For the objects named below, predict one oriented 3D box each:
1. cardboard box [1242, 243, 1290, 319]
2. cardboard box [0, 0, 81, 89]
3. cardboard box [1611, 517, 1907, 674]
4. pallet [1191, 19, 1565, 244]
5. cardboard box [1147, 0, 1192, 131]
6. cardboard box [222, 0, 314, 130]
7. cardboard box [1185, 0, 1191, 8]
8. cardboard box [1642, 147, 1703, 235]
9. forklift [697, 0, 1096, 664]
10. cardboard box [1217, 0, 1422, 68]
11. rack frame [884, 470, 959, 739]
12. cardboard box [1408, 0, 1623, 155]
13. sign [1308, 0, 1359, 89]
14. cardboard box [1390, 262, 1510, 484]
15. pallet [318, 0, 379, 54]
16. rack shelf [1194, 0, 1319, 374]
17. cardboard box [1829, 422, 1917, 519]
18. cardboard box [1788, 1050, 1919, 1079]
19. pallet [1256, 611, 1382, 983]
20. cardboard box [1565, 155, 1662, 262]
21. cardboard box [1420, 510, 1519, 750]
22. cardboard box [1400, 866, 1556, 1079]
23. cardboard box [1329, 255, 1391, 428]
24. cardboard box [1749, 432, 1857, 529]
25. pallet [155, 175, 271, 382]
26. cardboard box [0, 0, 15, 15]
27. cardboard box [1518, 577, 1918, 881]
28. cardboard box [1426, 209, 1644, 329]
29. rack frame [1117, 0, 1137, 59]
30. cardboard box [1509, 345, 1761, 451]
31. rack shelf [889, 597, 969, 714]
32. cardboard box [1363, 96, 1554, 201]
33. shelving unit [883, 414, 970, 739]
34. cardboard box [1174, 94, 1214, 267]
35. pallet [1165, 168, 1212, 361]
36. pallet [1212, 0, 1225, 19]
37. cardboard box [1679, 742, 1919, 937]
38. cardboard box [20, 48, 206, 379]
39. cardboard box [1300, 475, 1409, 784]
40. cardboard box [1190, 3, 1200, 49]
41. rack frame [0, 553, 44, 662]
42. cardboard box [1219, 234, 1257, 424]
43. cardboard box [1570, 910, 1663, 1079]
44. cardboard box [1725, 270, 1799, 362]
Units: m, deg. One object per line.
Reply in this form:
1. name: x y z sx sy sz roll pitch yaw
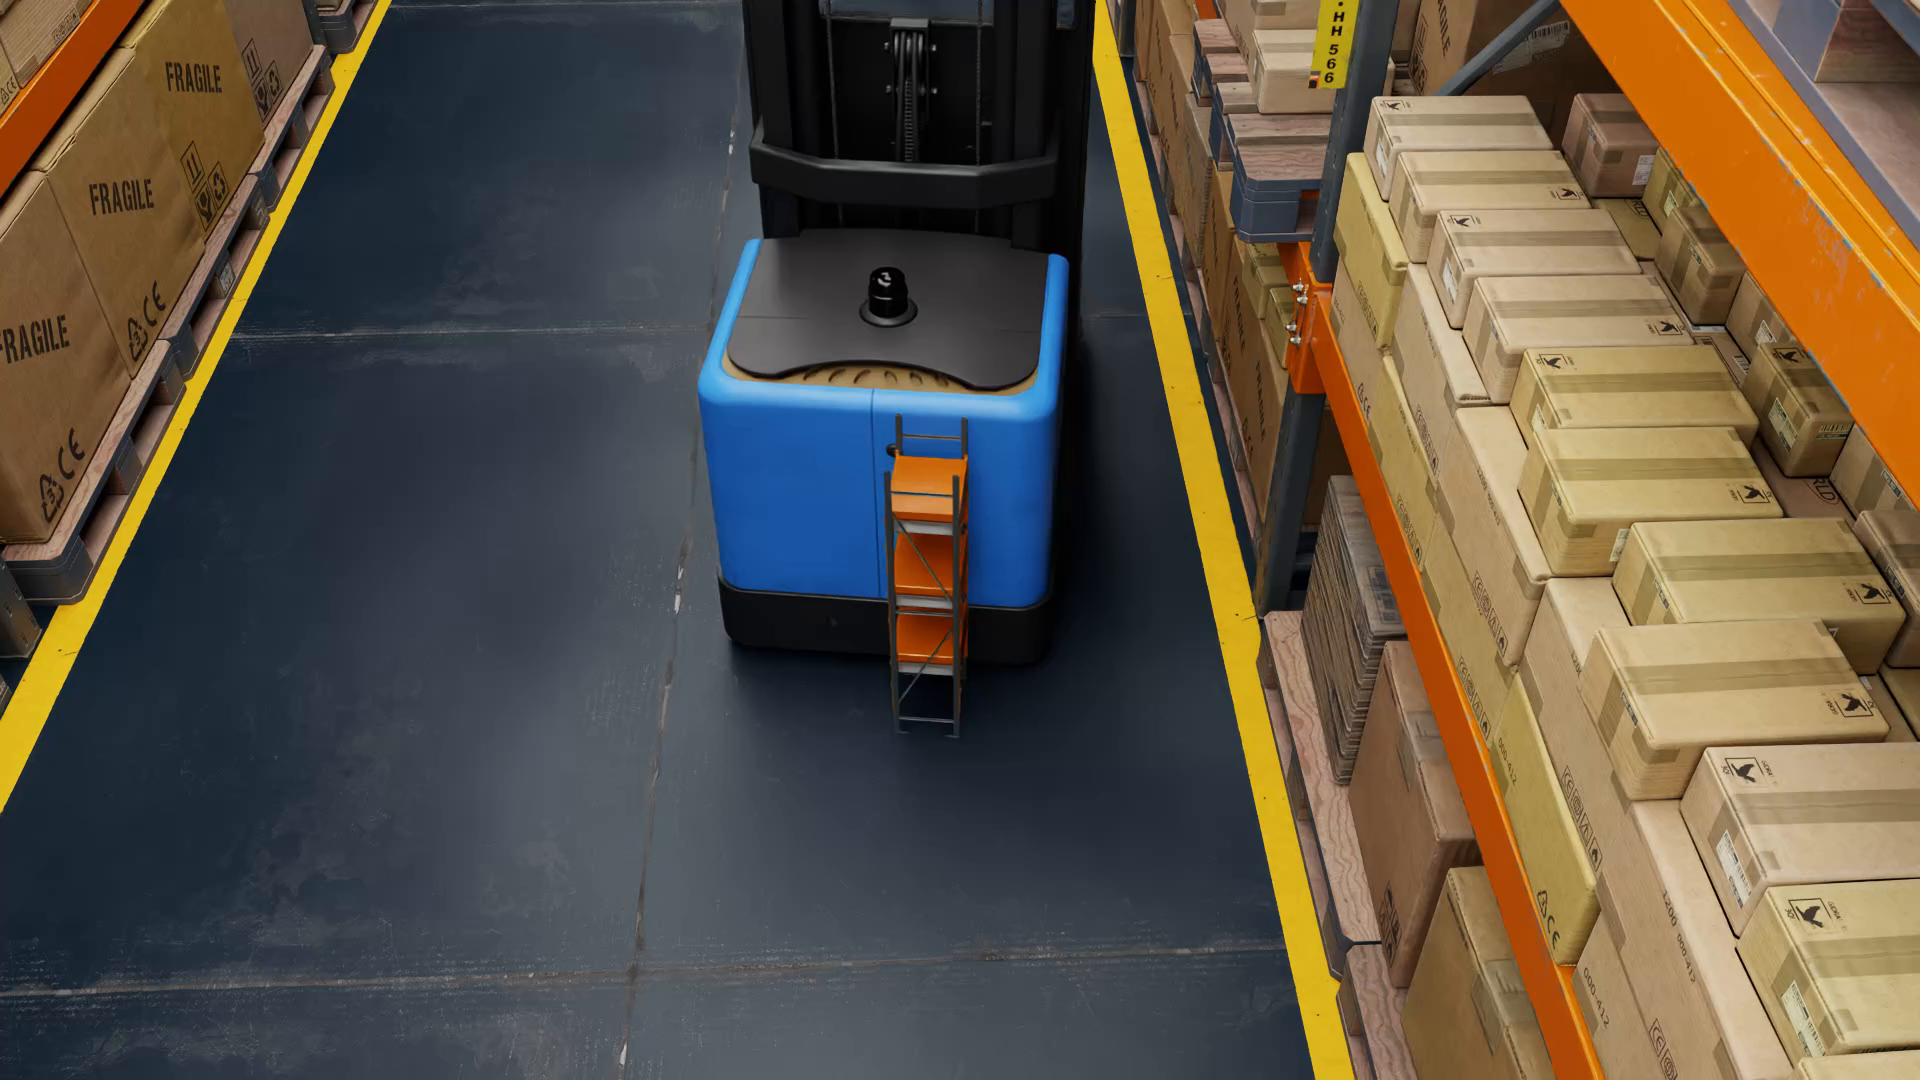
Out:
1. cardboard box: 1.159 -0.875 5.543 0.380 0.149 0.250 -4 43 -4
2. cardboard box: -3.309 -1.731 5.529 0.500 0.250 0.500 0 43 0
3. cardboard box: 1.368 0.099 2.868 0.380 0.149 0.250 -2 43 -2
4. pallet: 1.377 -1.278 5.066 1.213 0.211 1.003 -2 43 -2
5. cardboard box: 1.134 -2.134 7.398 0.500 0.500 0.500 -2 43 -2
6. cardboard box: -3.547 -2.403 7.414 0.875 0.875 0.875 0 43 0
7. cardboard box: 1.166 -2.458 7.271 0.380 0.149 0.250 -4 43 -4
8. cardboard box: 1.814 -0.781 3.829 0.380 0.149 0.250 -1 43 -1
9. forklift: -0.103 -1.683 5.417 1.130 2.935 3.031 4 43 4
10. cardboard box: 1.107 -1.695 5.180 0.500 0.250 0.500 -3 43 -4
11. rack frame: -0.102 0.212 4.742 0.200 1.050 0.008 4 43 4
12. cardboard box: 1.610 -1.436 4.712 0.500 0.500 0.500 0 43 0
13. sign: 0.934 -1.268 4.116 0.100 0.325 0.005 -2 43 -2
14. cardboard box: 1.270 -0.377 3.682 0.500 0.250 0.500 0 43 0
15. pallet: -3.608 -2.936 8.797 1.003 0.211 1.213 -2 43 -2
16. rack shelf: 1.391 -1.978 6.220 1.077 0.370 4.000 -2 43 -2
17. cardboard box: 1.872 -0.096 3.081 0.380 0.149 0.250 -2 43 -2
18. cardboard box: 1.278 0.793 2.111 0.380 0.149 0.250 -3 43 -3
19. pallet: 1.471 0.692 4.839 1.003 0.211 1.213 -2 43 -2
20. cardboard box: 1.772 -0.726 4.064 0.500 0.250 0.500 -1 43 -1
21. cardboard box: 1.295 0.156 3.470 0.500 0.250 0.500 -3 43 -3
22. cardboard box: 1.553 1.145 3.728 0.875 0.625 0.625 -3 43 -4
23. cardboard box: 1.250 -0.531 4.220 0.500 0.250 0.500 -1 43 -2
24. cardboard box: 1.814 -0.043 3.318 0.500 0.250 0.500 -2 43 -2
25. pallet: -3.491 -1.076 6.767 1.003 0.211 1.213 -2 43 -2
26. cardboard box: -3.288 -1.912 5.357 0.500 0.250 0.500 -2 43 -2
27. cardboard box: 1.321 0.321 2.921 0.500 0.250 0.500 -1 43 -1
28. cardboard box: 1.244 -0.592 3.622 0.380 0.149 0.250 -1 43 -1
29. rack frame: 1.306 -3.593 7.450 1.000 3.000 0.127 -2 43 -2
30. cardboard box: 1.308 -0.247 3.246 0.380 0.149 0.250 -1 43 -1
31. rack shelf: -0.090 0.343 5.026 0.215 0.259 0.240 4 43 4
32. cardboard box: 1.195 -0.945 4.007 0.380 0.149 0.250 0 43 -1
33. shelving unit: -0.090 0.130 4.831 0.215 1.050 0.252 4 43 4
34. cardboard box: 1.166 -1.447 6.648 0.500 0.500 0.500 -3 43 -3
35. pallet: 1.433 -1.191 6.894 1.003 0.211 1.213 -2 43 -2
36. pallet: 1.388 -2.135 6.001 1.003 0.211 1.213 -2 43 -2
37. cardboard box: 1.325 0.446 2.490 0.380 0.149 0.250 -1 43 -1
38. cardboard box: -3.464 -1.190 6.090 0.875 0.875 0.875 -1 43 -1
39. cardboard box: 1.488 0.249 4.705 0.875 0.625 0.625 0 43 0
40. cardboard box: 1.165 -2.104 6.884 0.380 0.149 0.250 -2 43 -2
41. rack frame: -3.484 -0.748 4.346 1.000 3.000 0.127 -2 43 -2
42. cardboard box: 1.232 -0.744 5.880 0.500 0.500 0.500 -2 43 -2
43. cardboard box: 1.345 0.855 2.708 0.500 0.250 0.500 -1 43 -2
44. cardboard box: 1.844 -0.441 3.457 0.380 0.149 0.250 -2 43 -3
